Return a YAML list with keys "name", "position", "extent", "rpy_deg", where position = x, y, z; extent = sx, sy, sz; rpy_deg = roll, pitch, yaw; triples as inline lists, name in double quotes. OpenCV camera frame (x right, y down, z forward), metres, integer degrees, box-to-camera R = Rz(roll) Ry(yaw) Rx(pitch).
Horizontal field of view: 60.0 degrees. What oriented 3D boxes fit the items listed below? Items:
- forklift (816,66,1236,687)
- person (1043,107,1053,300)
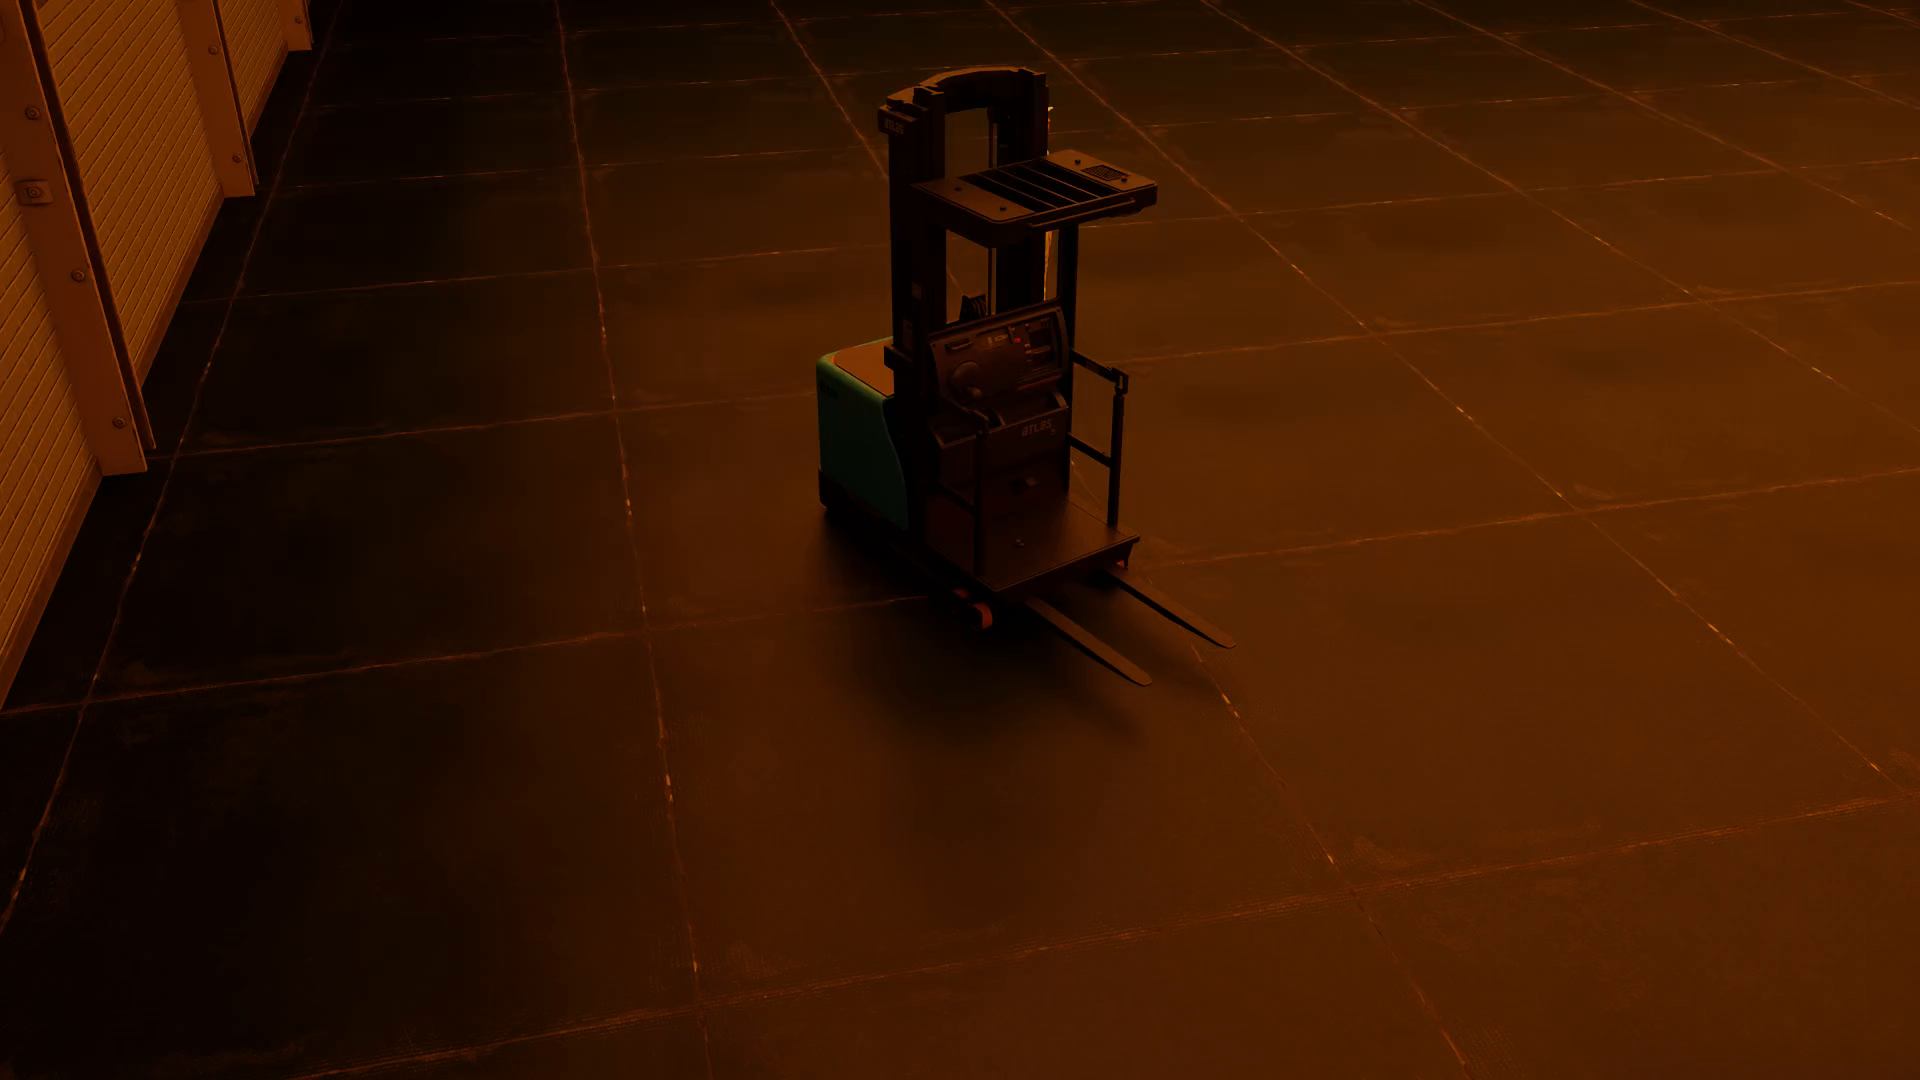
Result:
- name: "forklift"
  position: [0.355, -1.021, 9.338]
  extent: [1.130, 2.935, 3.031]
  rpy_deg: [-20, 35, -30]
- name: "person"
  position: [0.670, -2.567, 13.134]
  extent: [0.563, 1.789, 0.638]
  rpy_deg: [10, 31, 16]
